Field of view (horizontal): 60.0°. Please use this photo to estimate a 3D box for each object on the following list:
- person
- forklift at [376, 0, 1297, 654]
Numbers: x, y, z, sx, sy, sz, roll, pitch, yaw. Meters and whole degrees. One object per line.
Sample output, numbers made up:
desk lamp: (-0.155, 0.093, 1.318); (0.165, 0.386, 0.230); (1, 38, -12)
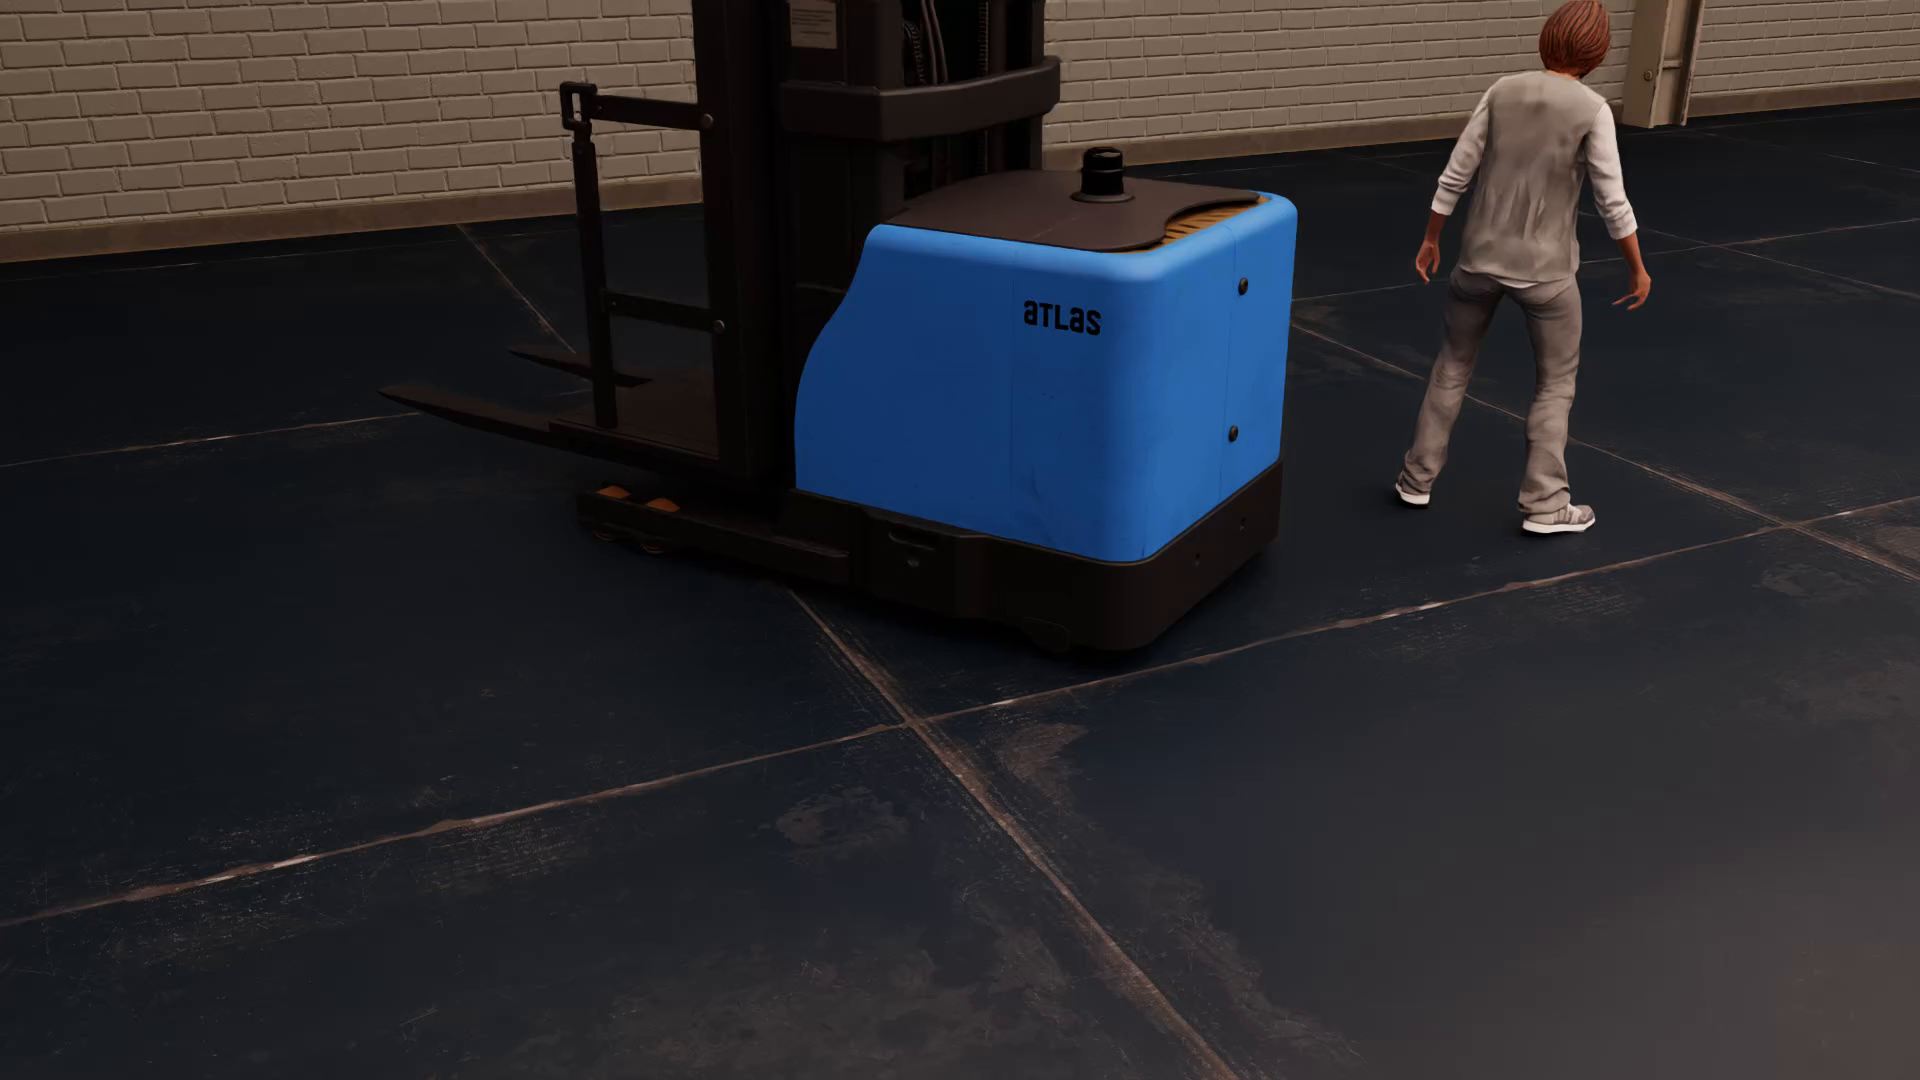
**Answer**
person: (1.689, -0.803, 5.003); (0.696, 1.571, 0.314); (16, 27, 34)
forklift: (-0.570, -1.467, 4.818); (3.031, 2.935, 1.130); (14, 26, 29)
